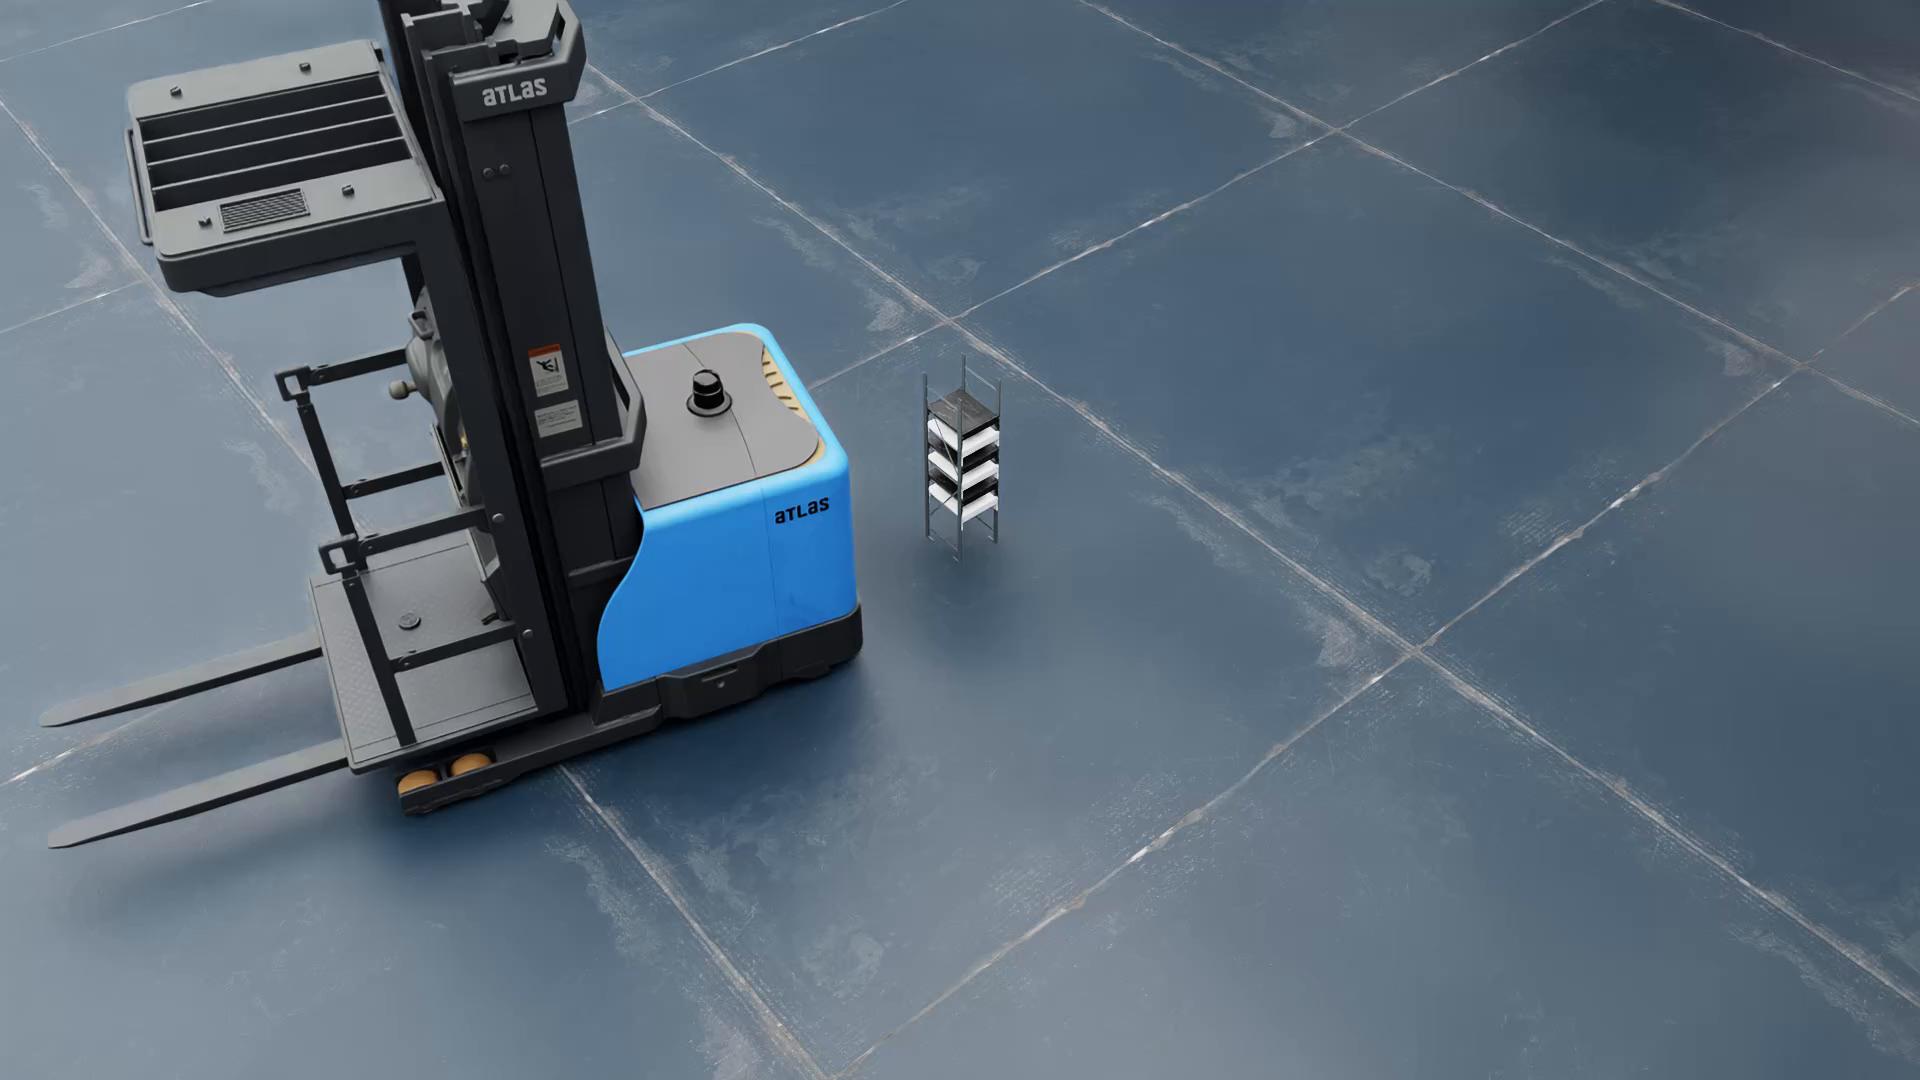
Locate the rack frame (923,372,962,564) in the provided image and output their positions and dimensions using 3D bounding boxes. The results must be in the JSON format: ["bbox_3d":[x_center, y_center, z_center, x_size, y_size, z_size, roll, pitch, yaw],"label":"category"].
[{"bbox_3d":[-0.072,-0.287,6.952,0.006,0.900,0.240,-30,51,-28],"label":"rack frame"}]

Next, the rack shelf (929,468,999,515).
[{"bbox_3d":[0.006,-0.242,7.084,0.200,0.077,0.258,-30,51,-28],"label":"rack shelf"}]

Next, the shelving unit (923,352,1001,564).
[{"bbox_3d":[0.006,-0.332,6.999,0.210,0.900,0.258,-30,51,-28],"label":"shelving unit"}]

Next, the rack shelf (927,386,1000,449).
[{"bbox_3d":[0.006,-0.504,6.837,0.200,0.077,0.258,-30,51,-28],"label":"rack shelf"}]

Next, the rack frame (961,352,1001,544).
[{"bbox_3d":[0.084,-0.376,7.047,0.006,0.900,0.240,-30,51,-28],"label":"rack frame"}]

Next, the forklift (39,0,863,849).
[{"bbox_3d":[-1.956,-0.461,5.654,3.031,2.935,1.130,-17,46,-18],"label":"forklift"}]

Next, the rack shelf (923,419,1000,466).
[{"bbox_3d":[0.006,-0.438,6.899,0.200,0.077,0.258,-30,51,-28],"label":"rack shelf"}]

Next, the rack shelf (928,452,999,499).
[{"bbox_3d":[0.006,-0.307,7.022,0.200,0.077,0.258,-30,51,-28],"label":"rack shelf"}]

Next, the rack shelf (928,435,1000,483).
[{"bbox_3d":[0.006,-0.373,6.961,0.200,0.077,0.258,-30,51,-28],"label":"rack shelf"}]

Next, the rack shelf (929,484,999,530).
[{"bbox_3d":[0.006,-0.176,7.145,0.200,0.077,0.258,-30,51,-28],"label":"rack shelf"}]
